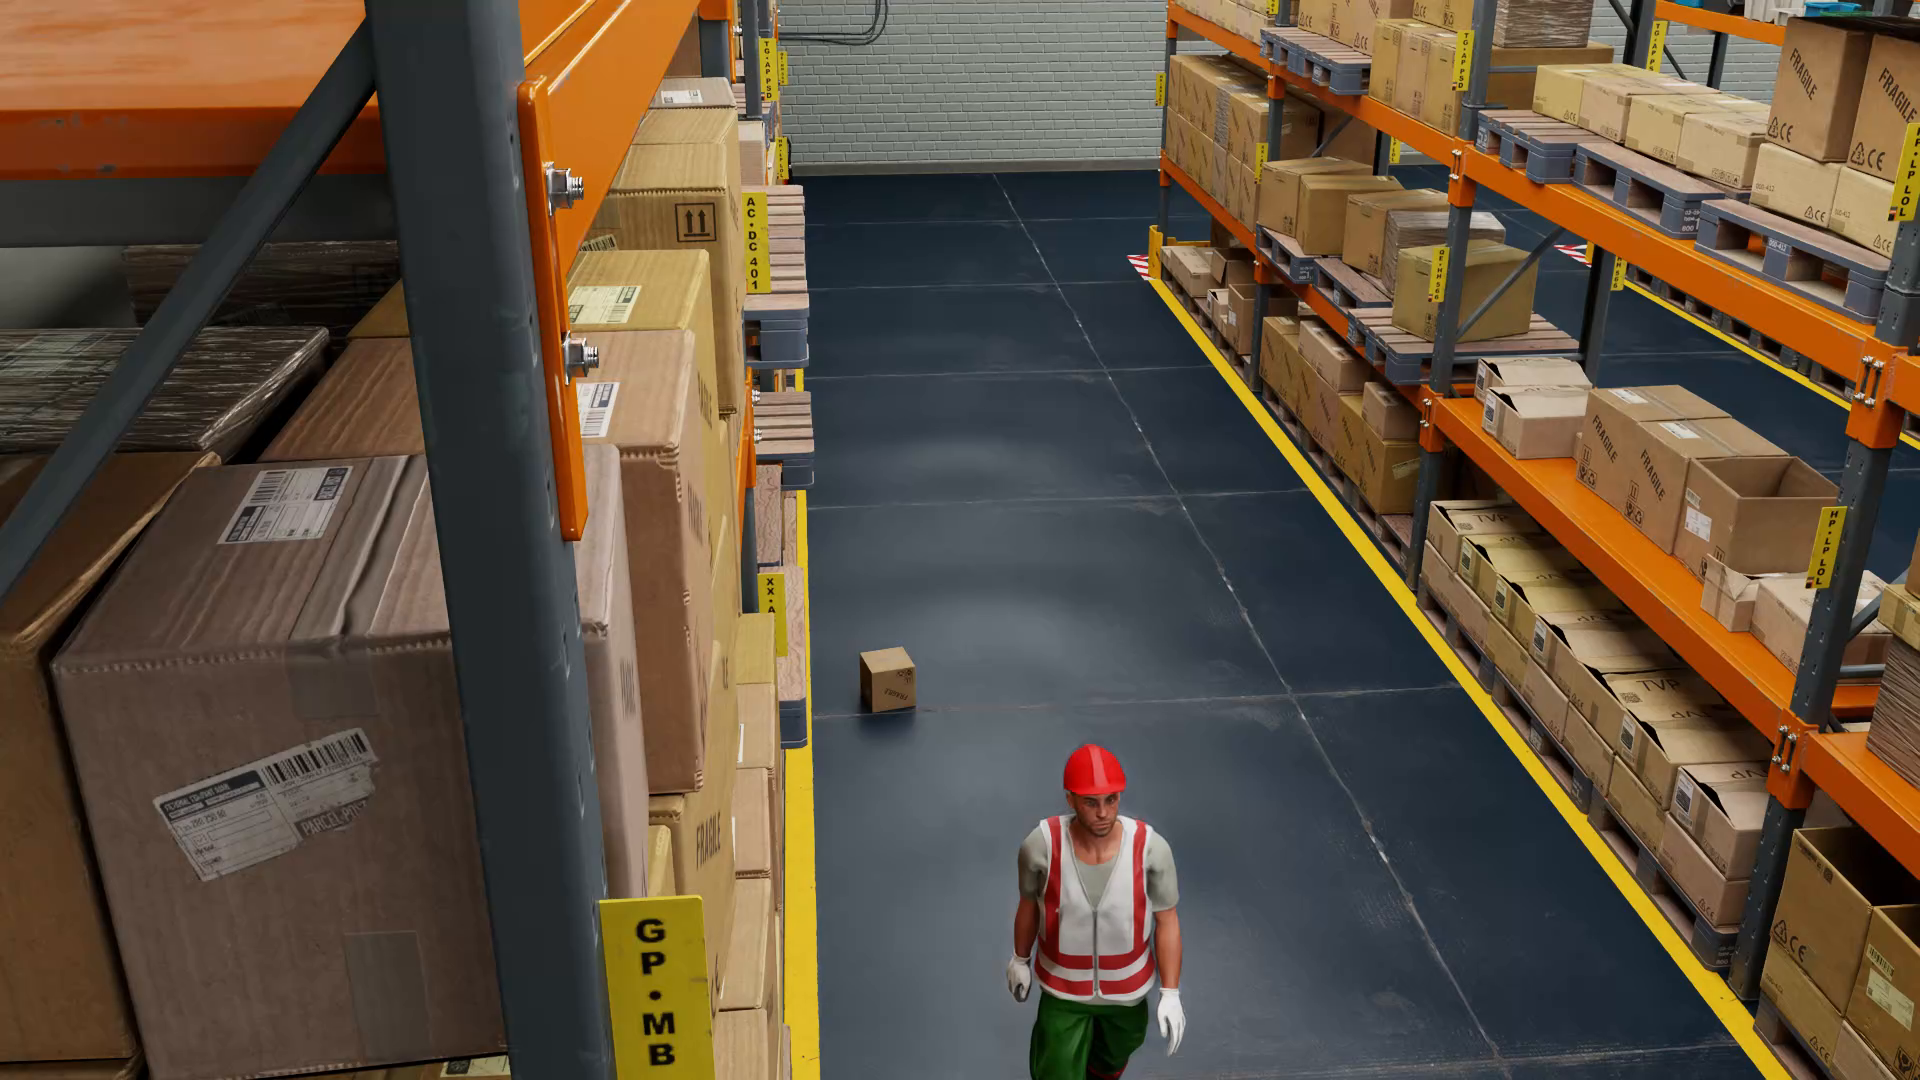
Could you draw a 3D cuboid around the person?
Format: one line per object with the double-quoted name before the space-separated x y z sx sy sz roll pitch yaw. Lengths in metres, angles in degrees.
"person" 0.453 1.520 5.576 0.584 1.742 1.014 0 24 0
